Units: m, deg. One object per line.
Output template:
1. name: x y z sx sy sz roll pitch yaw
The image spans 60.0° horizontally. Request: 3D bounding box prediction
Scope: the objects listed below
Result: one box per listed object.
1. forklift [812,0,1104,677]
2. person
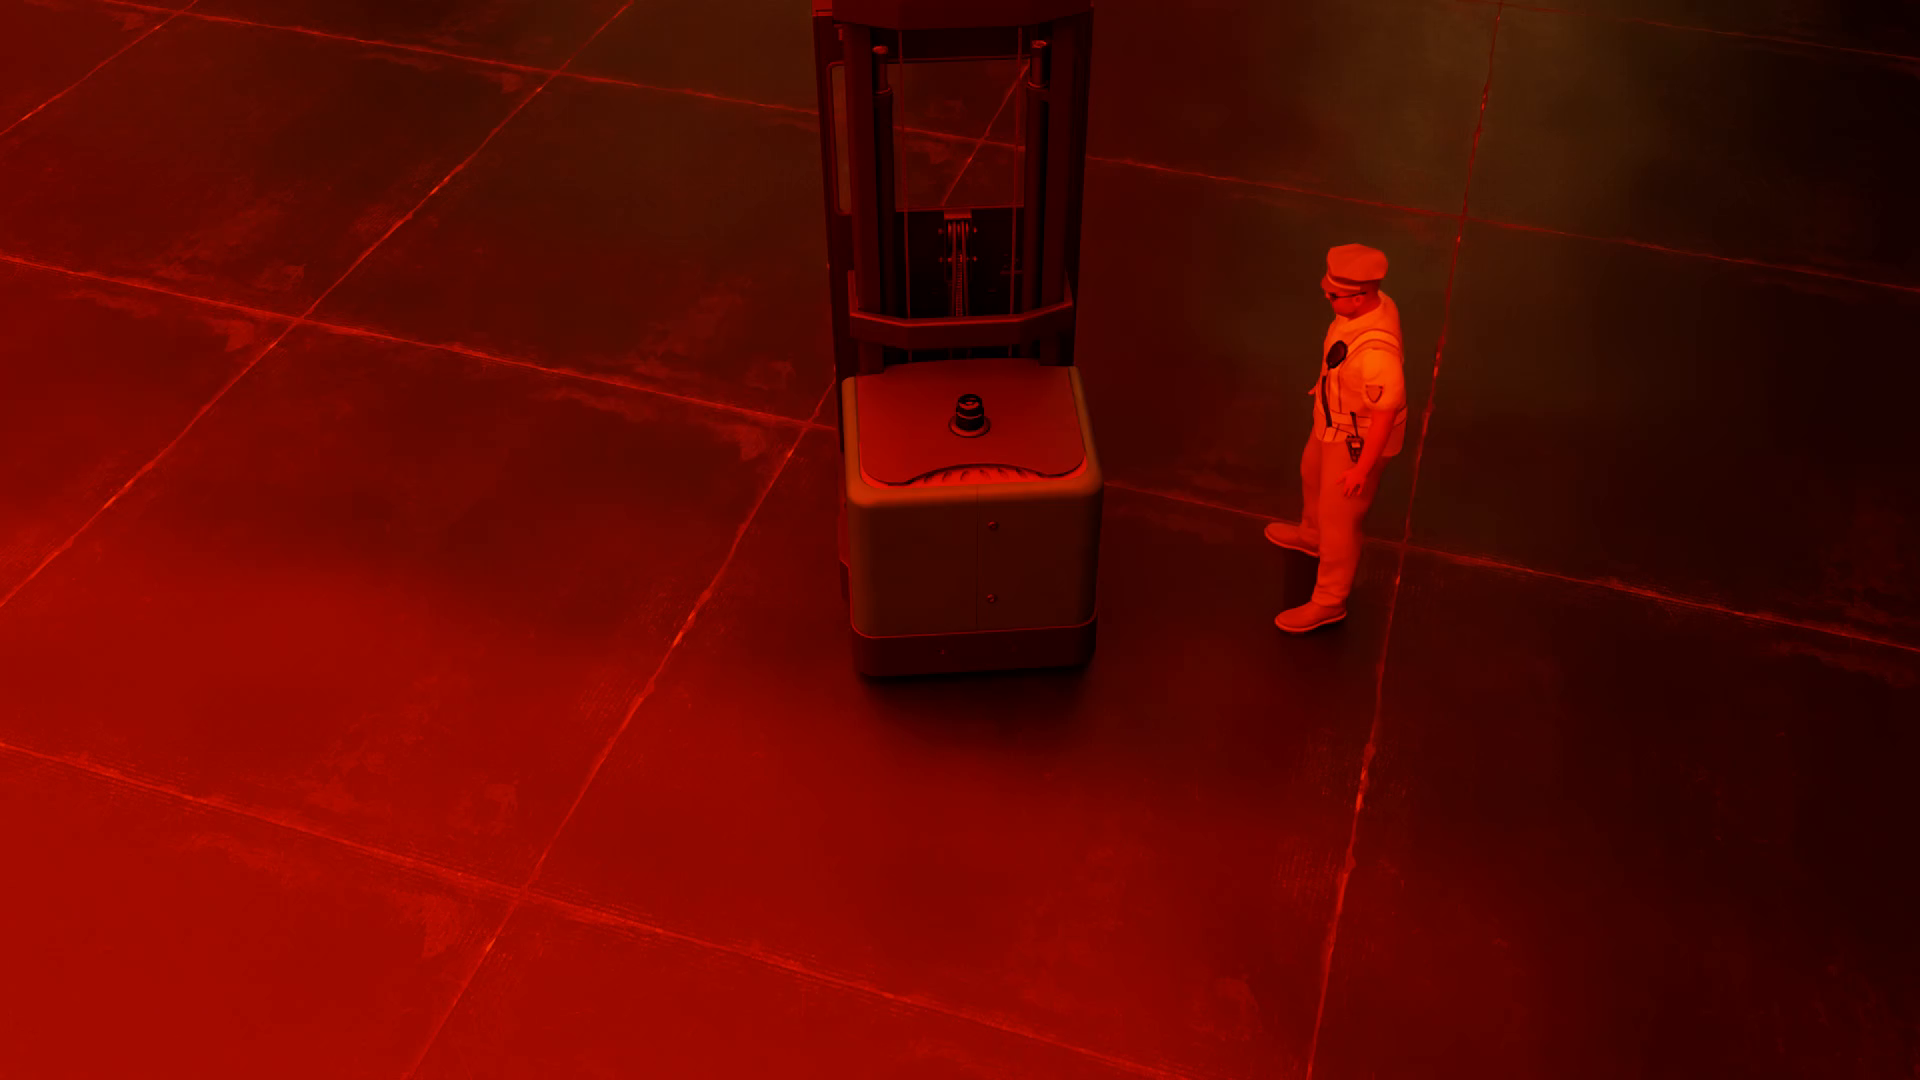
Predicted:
1. forklift: -0.048 -1.486 7.287 1.130 2.935 3.031 -3 43 -3
2. person: 1.636 -0.454 7.051 0.456 1.754 0.717 4 43 4
